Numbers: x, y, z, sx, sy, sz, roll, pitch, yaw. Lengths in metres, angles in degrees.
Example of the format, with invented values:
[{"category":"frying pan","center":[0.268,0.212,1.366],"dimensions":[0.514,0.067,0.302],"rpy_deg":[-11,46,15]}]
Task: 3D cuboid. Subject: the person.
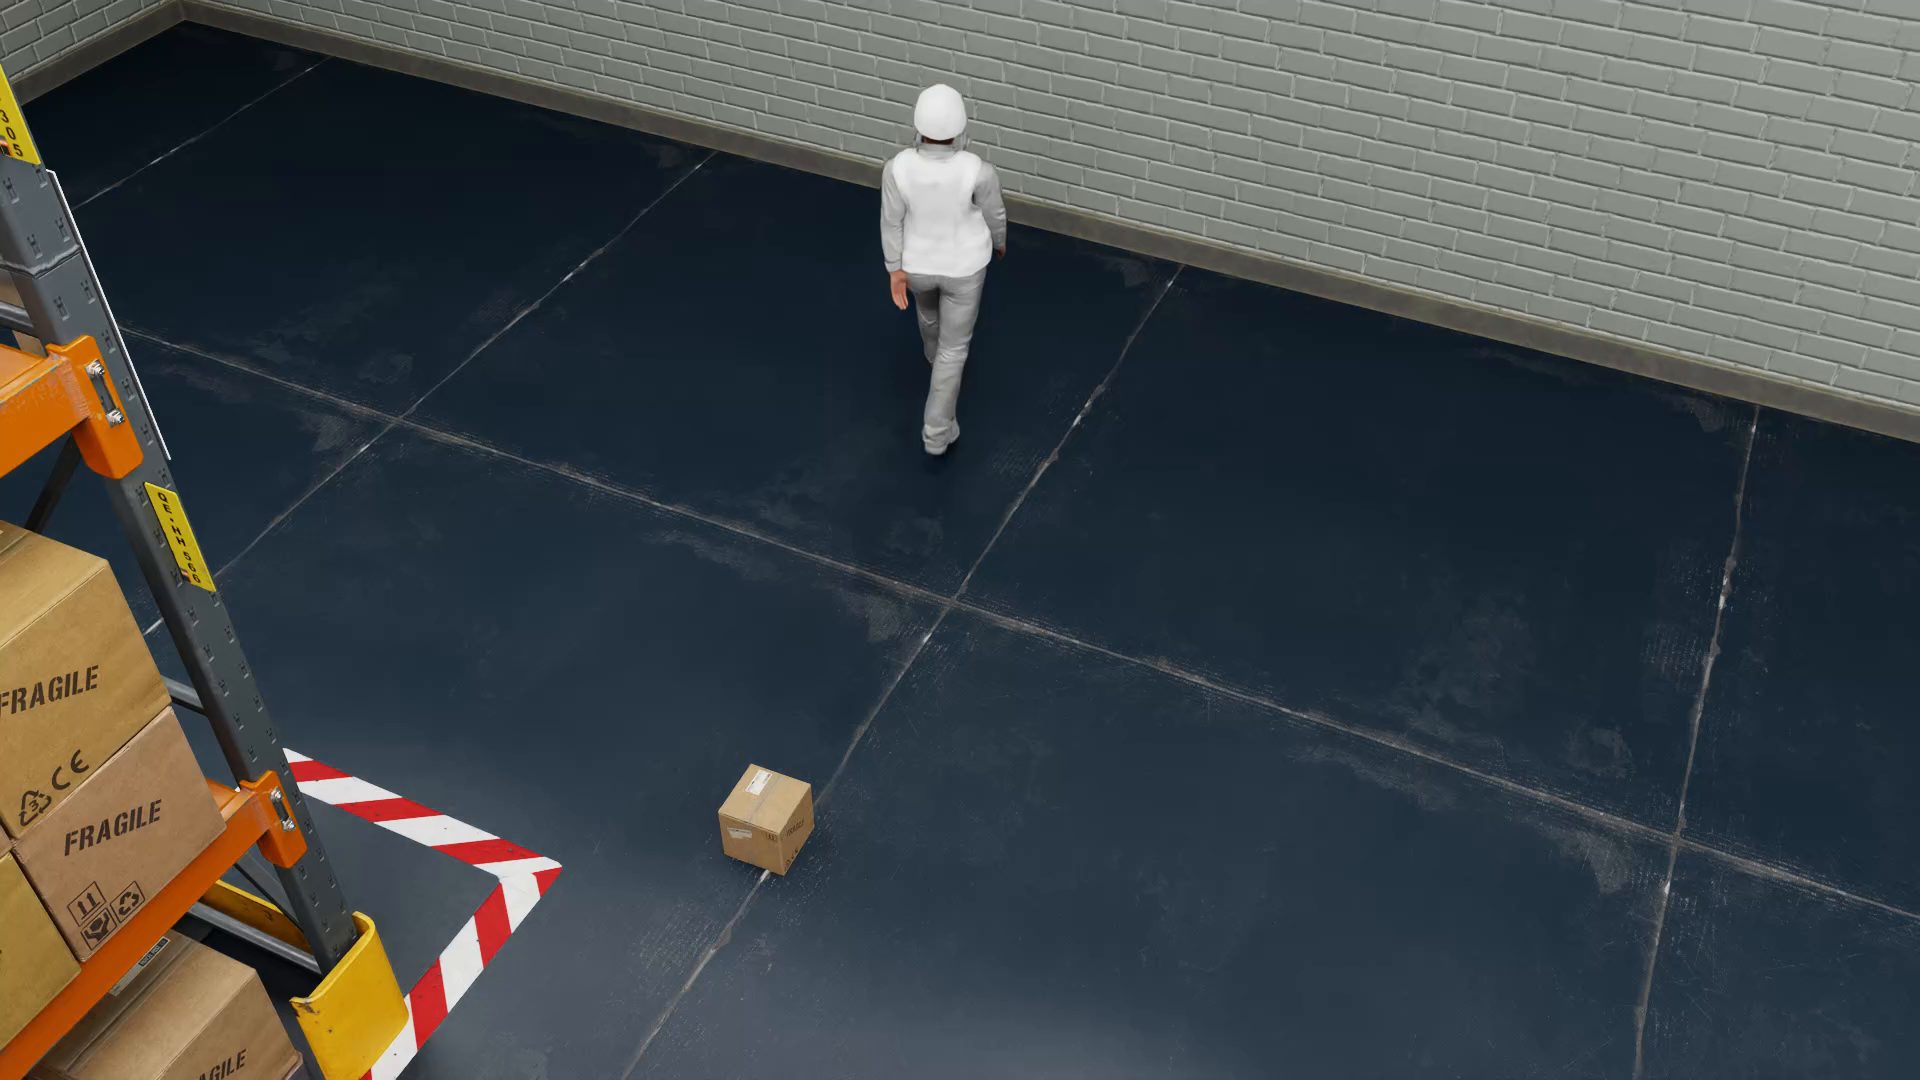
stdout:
[{"category":"person","center":[-0.053,-1.326,7.628],"dimensions":[0.542,1.722,1.033],"rpy_deg":[10,43,11]}]
